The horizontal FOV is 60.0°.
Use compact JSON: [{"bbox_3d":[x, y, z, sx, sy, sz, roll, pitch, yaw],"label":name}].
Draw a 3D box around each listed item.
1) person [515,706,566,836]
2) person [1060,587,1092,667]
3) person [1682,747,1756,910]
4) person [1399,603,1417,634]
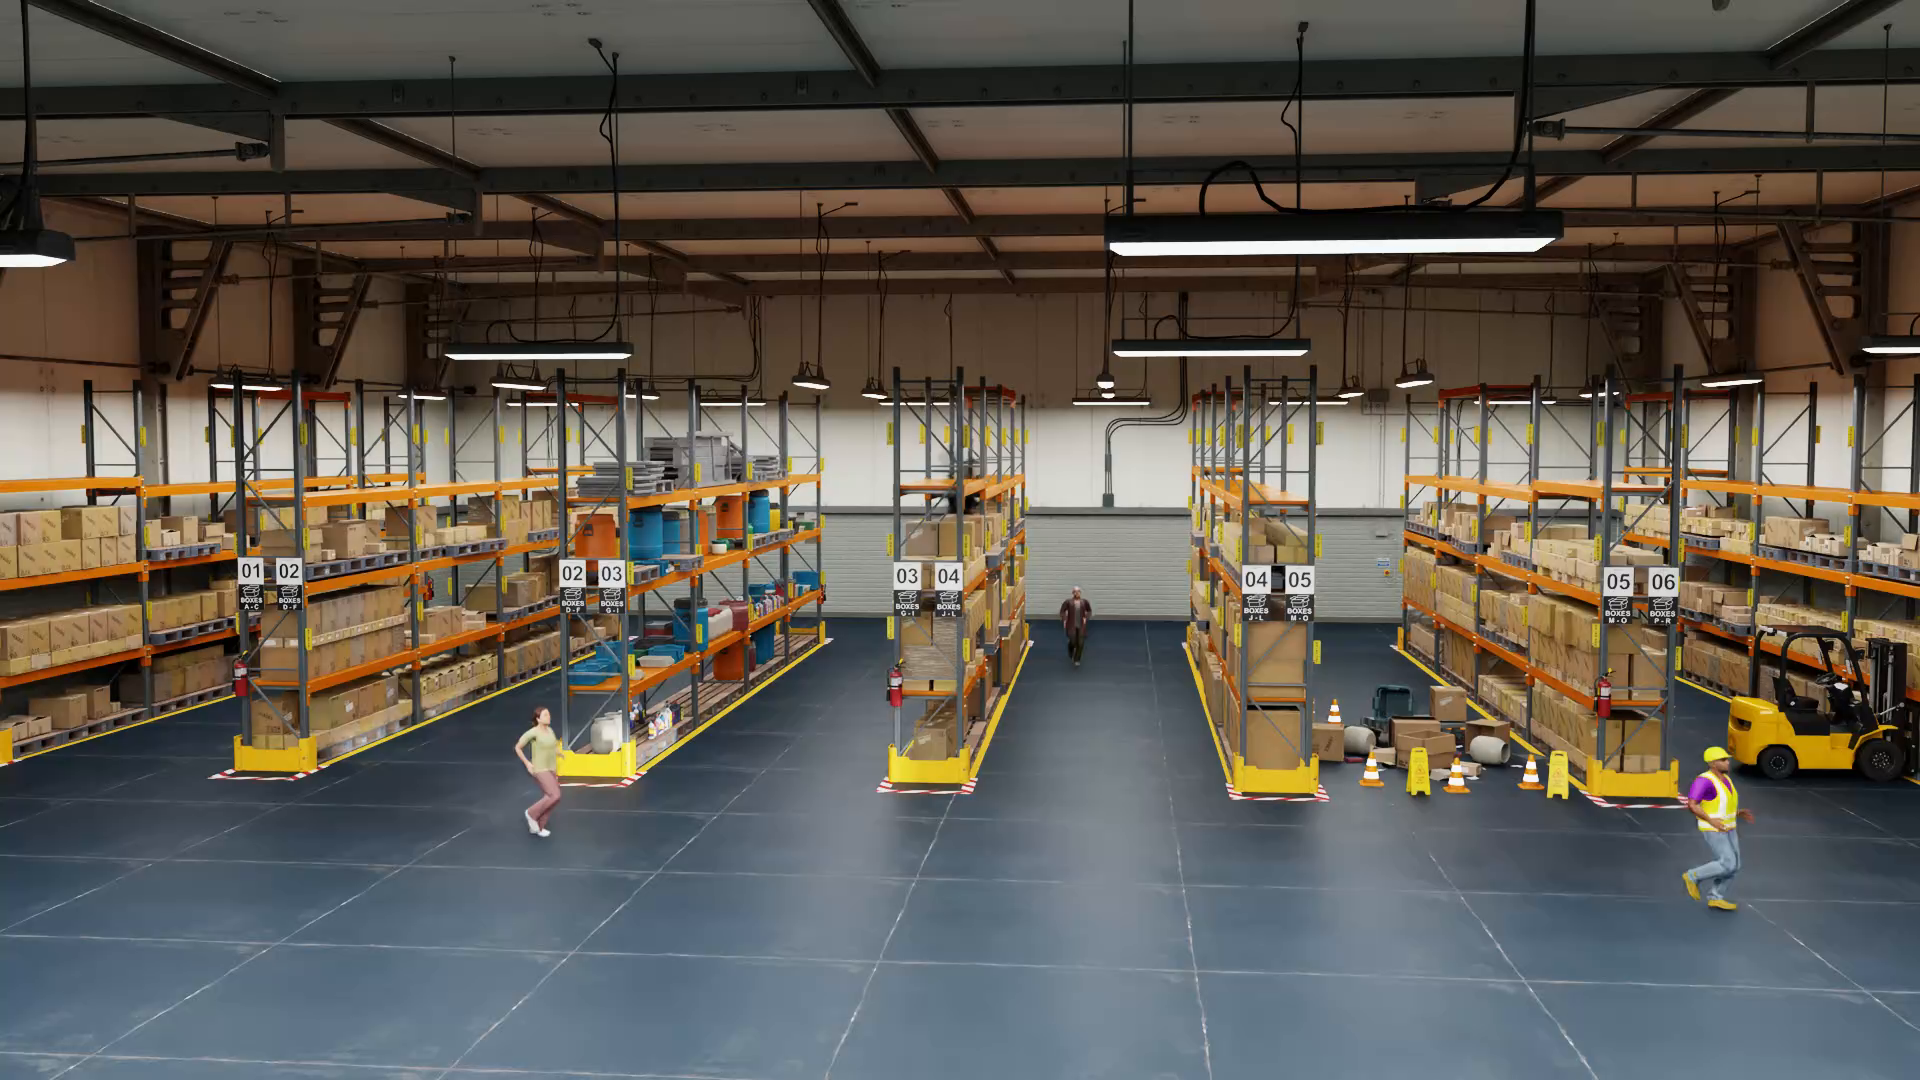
[{"bbox_3d":[-5.165,2.890,20.748,0.550,1.629,0.566,2,4,24],"label":"person"},{"bbox_3d":[2.544,1.886,36.317,0.710,1.732,0.637,0,4,-3],"label":"person"},{"bbox_3d":[8.026,3.046,17.624,0.698,1.718,0.606,-3,5,-41],"label":"person"},{"bbox_3d":[10.957,1.651,40.213,0.708,1.734,0.750,2,4,25],"label":"person"}]
